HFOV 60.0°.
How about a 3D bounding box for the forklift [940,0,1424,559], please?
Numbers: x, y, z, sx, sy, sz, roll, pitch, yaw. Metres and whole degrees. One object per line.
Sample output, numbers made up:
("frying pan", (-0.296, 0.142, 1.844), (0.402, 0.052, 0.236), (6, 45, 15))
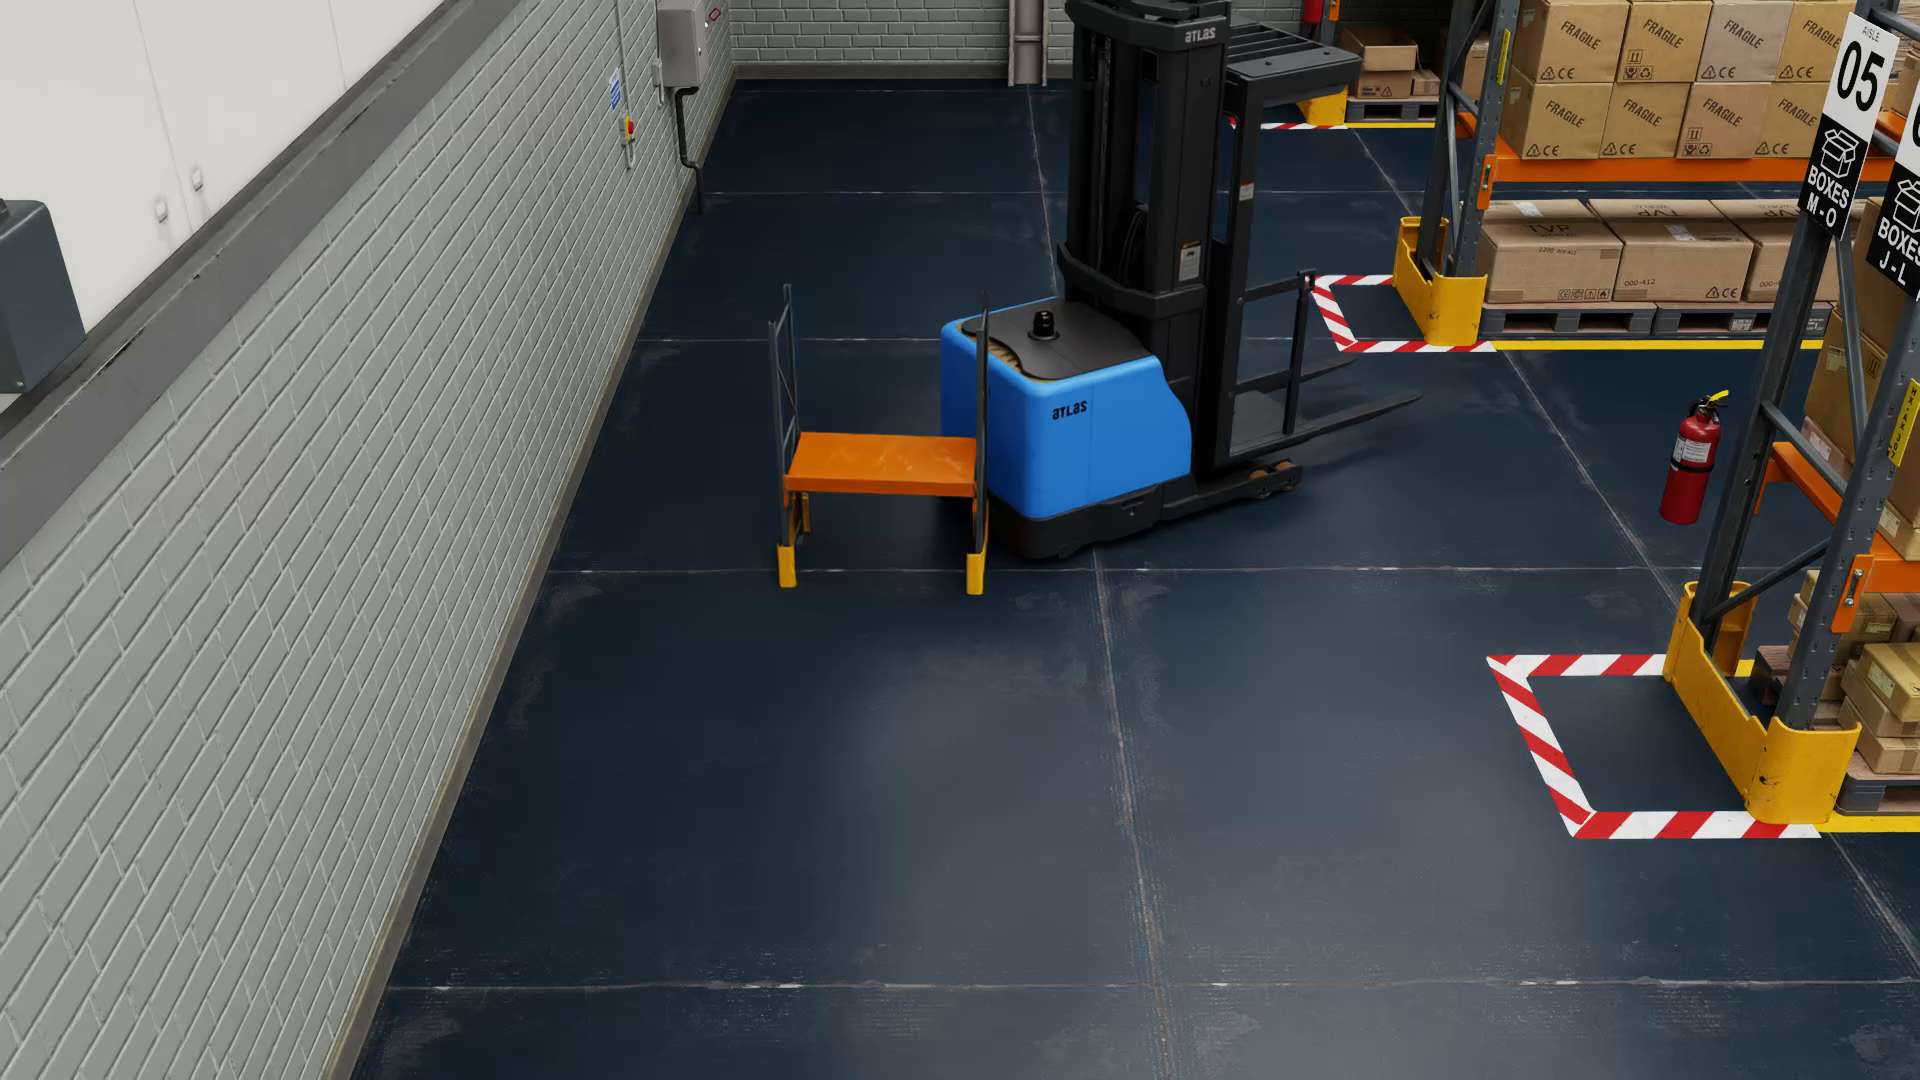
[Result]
("forklift", (1.406, -1.707, 9.238), (3.031, 2.935, 1.130), (-17, 35, -26))

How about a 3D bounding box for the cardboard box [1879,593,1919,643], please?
("cardboard box", (4.327, 0.329, 7.586), (0.250, 0.149, 0.380), (0, 31, 1))

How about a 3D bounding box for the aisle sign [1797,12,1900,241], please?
("aisle sign", (3.472, -1.619, 6.520), (0.004, 0.787, 0.394), (0, 31, 0))

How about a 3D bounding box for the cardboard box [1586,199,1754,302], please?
("cardboard box", (4.991, -2.065, 11.826), (0.875, 0.438, 0.875), (1, 31, 1))

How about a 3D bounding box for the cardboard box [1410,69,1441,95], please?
("cardboard box", (4.420, -4.389, 15.935), (0.250, 0.149, 0.380), (-1, 31, -2))

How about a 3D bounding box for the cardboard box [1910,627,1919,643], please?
("cardboard box", (4.348, 0.544, 7.231), (0.250, 0.149, 0.380), (0, 31, 1))

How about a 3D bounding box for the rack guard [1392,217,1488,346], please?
("rack guard", (3.392, -1.851, 11.818), (0.348, 0.500, 1.175), (0, 31, 0))

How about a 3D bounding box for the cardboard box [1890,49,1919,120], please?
("cardboard box", (4.000, -1.709, 6.428), (0.500, 0.250, 0.500), (-1, 31, -1))

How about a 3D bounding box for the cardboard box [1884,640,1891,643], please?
("cardboard box", (4.335, 0.438, 7.694), (0.250, 0.149, 0.380), (-1, 31, -1))

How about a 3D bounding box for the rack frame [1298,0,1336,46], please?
("rack frame", (3.382, -5.494, 15.413), (0.127, 3.000, 1.000), (0, 31, 0))

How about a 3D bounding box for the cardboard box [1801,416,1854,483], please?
("cardboard box", (3.871, -0.392, 7.247), (0.250, 0.149, 0.380), (0, 31, 0))

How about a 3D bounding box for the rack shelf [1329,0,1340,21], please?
("rack shelf", (5.382, -5.193, 15.610), (4.000, 0.370, 1.077), (0, 31, 0))

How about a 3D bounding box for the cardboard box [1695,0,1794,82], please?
("cardboard box", (4.929, -3.254, 10.661), (0.500, 0.500, 0.500), (0, 31, -1))

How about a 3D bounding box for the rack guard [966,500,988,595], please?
("rack guard", (0.094, 0.032, 8.956), (0.087, 0.250, 0.587), (2, 31, 3))

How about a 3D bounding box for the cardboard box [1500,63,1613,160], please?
("cardboard box", (3.898, -2.815, 10.901), (0.500, 0.500, 0.500), (0, 31, -1))

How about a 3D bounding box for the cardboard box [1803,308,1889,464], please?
("cardboard box", (3.995, -0.657, 7.058), (0.500, 0.500, 0.500), (0, 31, 1))

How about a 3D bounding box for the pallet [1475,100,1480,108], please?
("pallet", (5.473, -4.307, 16.146), (1.213, 0.211, 1.003), (0, 31, 0))

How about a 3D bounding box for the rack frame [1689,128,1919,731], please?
("rack frame", (3.547, -0.352, 6.938), (0.127, 3.000, 1.000), (0, 31, 0))

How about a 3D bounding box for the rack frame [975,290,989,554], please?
("rack frame", (0.113, -0.501, 8.630), (0.032, 1.500, 0.500), (2, 31, 3))

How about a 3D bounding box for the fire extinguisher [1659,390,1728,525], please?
("fire extinguisher", (3.292, -0.398, 7.448), (0.183, 0.674, 0.296), (0, 31, 0))

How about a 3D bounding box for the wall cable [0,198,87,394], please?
("wall cable", (-2.199, -3.489, 3.224), (0.120, 5.999, 2.277), (0, 31, 0))

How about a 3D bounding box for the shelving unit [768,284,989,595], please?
("shelving unit", (-0.403, -0.520, 8.661), (1.083, 1.500, 0.587), (2, 31, 3))

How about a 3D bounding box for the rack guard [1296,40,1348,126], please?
("rack guard", (3.458, -4.426, 16.062), (0.348, 0.500, 1.175), (0, 31, 0))

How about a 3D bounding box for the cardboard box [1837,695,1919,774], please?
("cardboard box", (4.073, 0.852, 7.298), (0.250, 0.149, 0.380), (0, 31, 1))

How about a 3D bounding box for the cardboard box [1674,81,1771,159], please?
("cardboard box", (4.912, -2.823, 10.915), (0.500, 0.500, 0.500), (0, 31, -1))

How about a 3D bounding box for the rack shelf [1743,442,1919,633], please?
("rack shelf", (5.547, -0.051, 7.135), (4.000, 0.370, 1.077), (0, 31, 0))

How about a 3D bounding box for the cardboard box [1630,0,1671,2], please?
("cardboard box", (4.295, -3.503, 10.447), (0.250, 0.149, 0.380), (1, 31, 1))

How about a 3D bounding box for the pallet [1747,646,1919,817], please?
("pallet", (4.436, 0.856, 7.636), (1.213, 0.211, 1.003), (0, 31, 0))

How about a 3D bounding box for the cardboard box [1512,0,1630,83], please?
("cardboard box", (3.898, -3.243, 10.643), (0.500, 0.500, 0.500), (-1, 31, -1))

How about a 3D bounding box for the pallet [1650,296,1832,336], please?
("pallet", (5.432, -1.773, 11.968), (1.213, 0.211, 1.003), (0, 31, 0))

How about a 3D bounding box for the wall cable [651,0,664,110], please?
("wall cable", (-2.243, -4.060, 12.070), (0.122, 1.984, 0.588), (0, 31, 0))

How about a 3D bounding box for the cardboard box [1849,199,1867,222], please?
("cardboard box", (6.788, -2.070, 11.835), (0.875, 0.438, 0.875), (-1, 31, -1))

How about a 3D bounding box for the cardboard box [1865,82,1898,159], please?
("cardboard box", (5.937, -2.827, 10.921), (0.500, 0.500, 0.500), (-1, 31, -1))

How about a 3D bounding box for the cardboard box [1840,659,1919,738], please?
("cardboard box", (4.073, 0.692, 7.275), (0.250, 0.149, 0.380), (1, 31, 2))

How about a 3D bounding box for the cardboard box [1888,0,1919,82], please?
("cardboard box", (5.929, -3.253, 10.660), (0.500, 0.500, 0.500), (0, 31, 0))

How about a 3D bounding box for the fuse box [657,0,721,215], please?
("fuse box", (-2.089, -3.429, 13.252), (0.414, 1.711, 0.539), (0, 31, 0))

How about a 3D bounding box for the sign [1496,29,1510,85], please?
("sign", (3.413, -3.035, 10.450), (0.005, 0.325, 0.100), (0, 31, 0))
